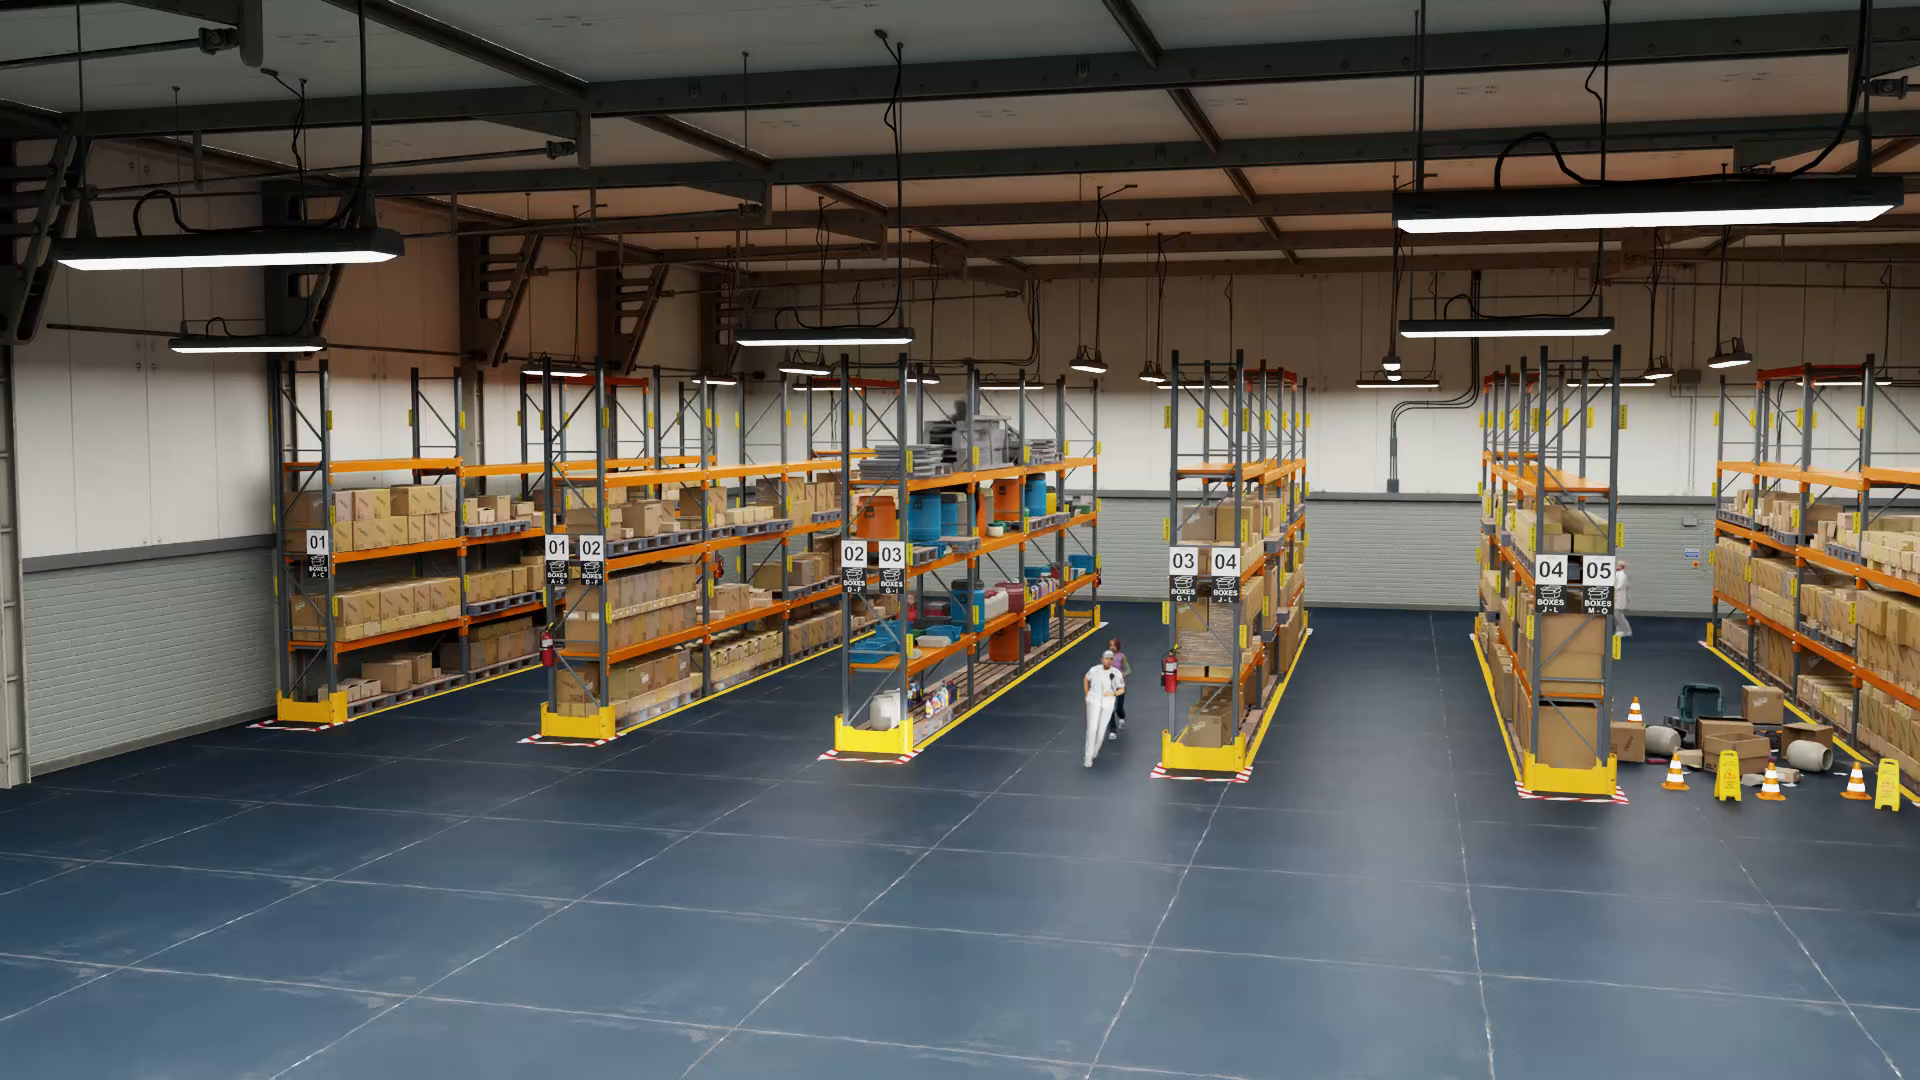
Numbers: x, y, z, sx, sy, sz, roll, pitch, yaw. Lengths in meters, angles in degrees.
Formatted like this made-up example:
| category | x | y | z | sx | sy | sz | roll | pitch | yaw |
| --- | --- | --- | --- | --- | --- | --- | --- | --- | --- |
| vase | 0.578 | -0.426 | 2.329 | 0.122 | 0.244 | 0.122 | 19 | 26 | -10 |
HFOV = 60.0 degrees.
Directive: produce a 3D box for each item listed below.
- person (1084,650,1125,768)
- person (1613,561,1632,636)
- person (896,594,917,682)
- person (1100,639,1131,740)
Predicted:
| category | x | y | z | sx | sy | sz | roll | pitch | yaw |
| --- | --- | --- | --- | --- | --- | --- | --- | --- | --- |
| person | 2.100 | 2.452 | 24.294 | 0.596 | 1.704 | 0.699 | 0 | 4 | 1 |
| person | 15.220 | 1.345 | 38.549 | 0.717 | 1.748 | 0.683 | 1 | 4 | 10 |
| person | -0.942 | 1.870 | 31.884 | 0.660 | 1.674 | 0.626 | 1 | 4 | 12 |
| person | 2.434 | 2.328 | 26.215 | 0.538 | 1.566 | 0.736 | 1 | 4 | 17 |
